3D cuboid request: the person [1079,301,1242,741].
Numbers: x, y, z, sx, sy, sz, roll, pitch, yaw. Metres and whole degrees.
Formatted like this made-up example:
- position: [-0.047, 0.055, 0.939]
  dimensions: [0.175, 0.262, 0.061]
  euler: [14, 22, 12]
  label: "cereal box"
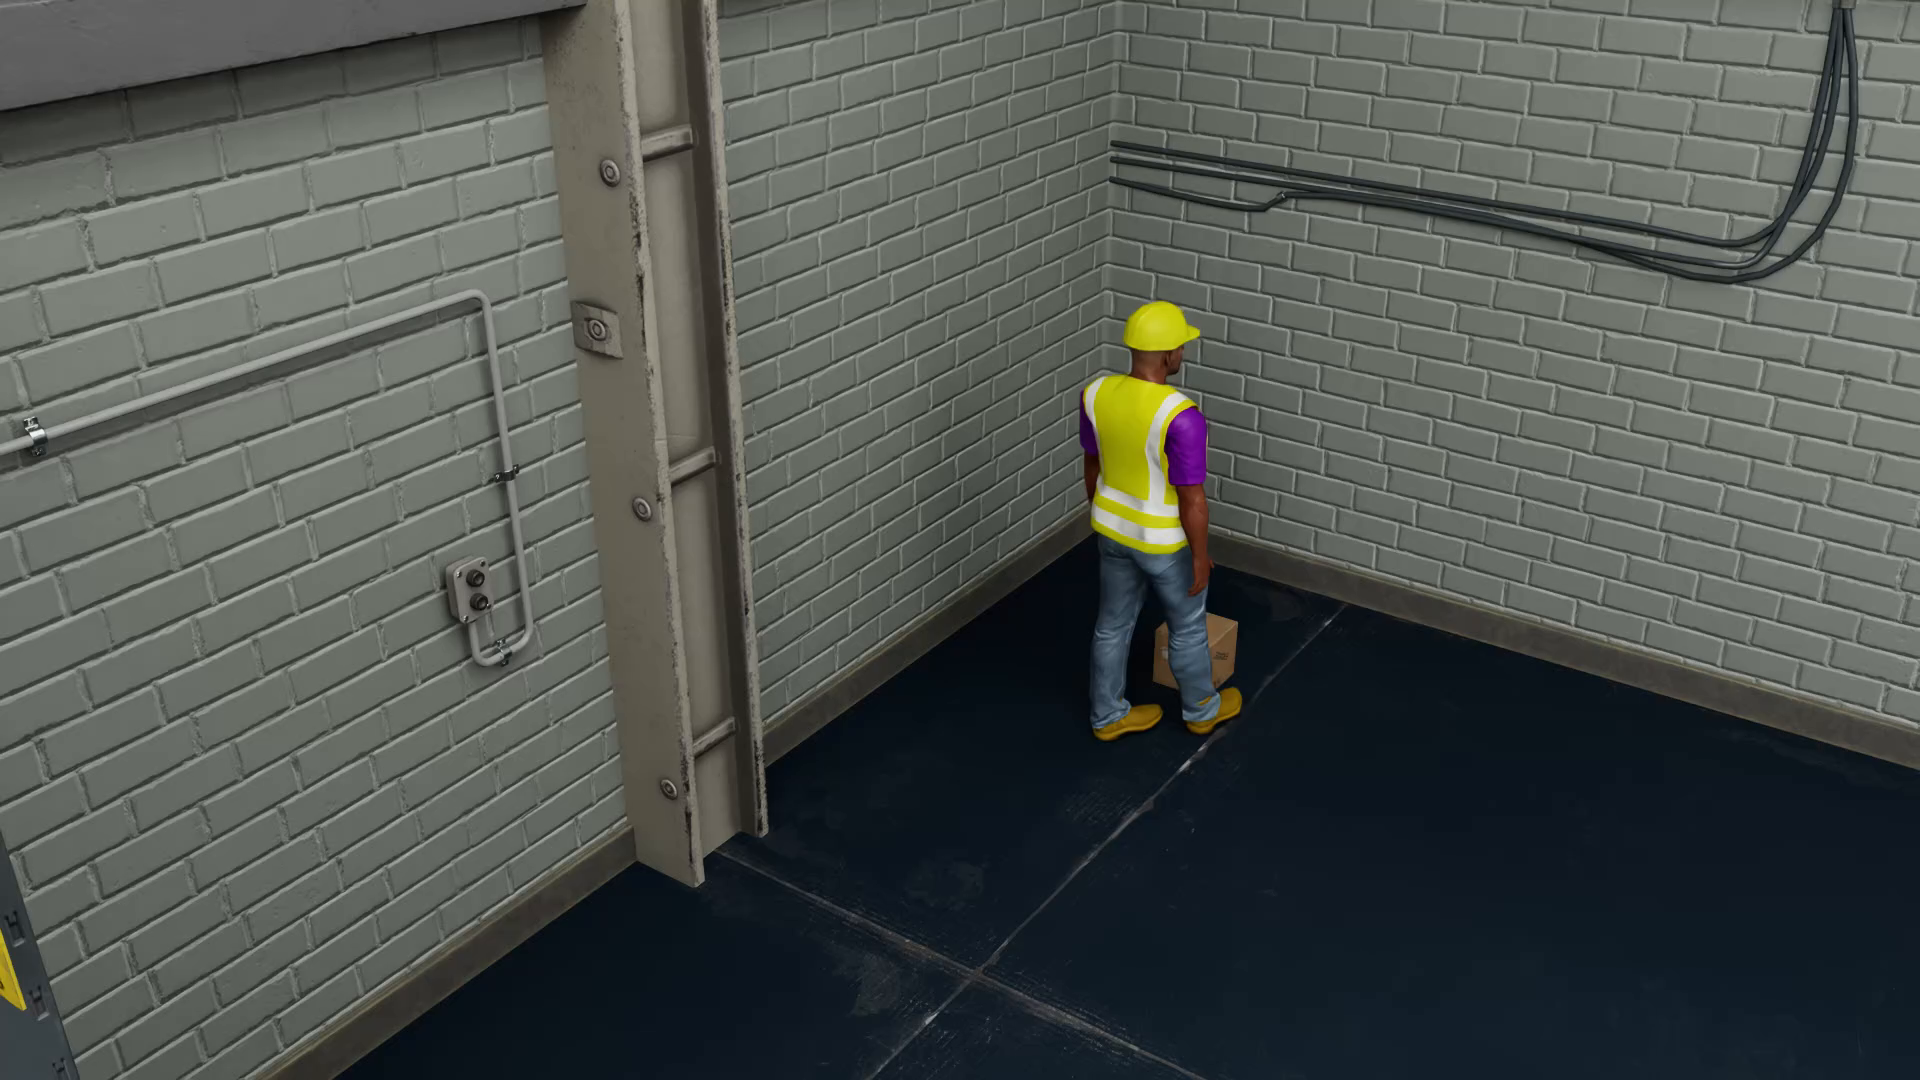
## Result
- position: [0.786, -0.075, 6.234]
  dimensions: [0.572, 1.765, 0.617]
  euler: [24, 35, 39]
  label: "person"
